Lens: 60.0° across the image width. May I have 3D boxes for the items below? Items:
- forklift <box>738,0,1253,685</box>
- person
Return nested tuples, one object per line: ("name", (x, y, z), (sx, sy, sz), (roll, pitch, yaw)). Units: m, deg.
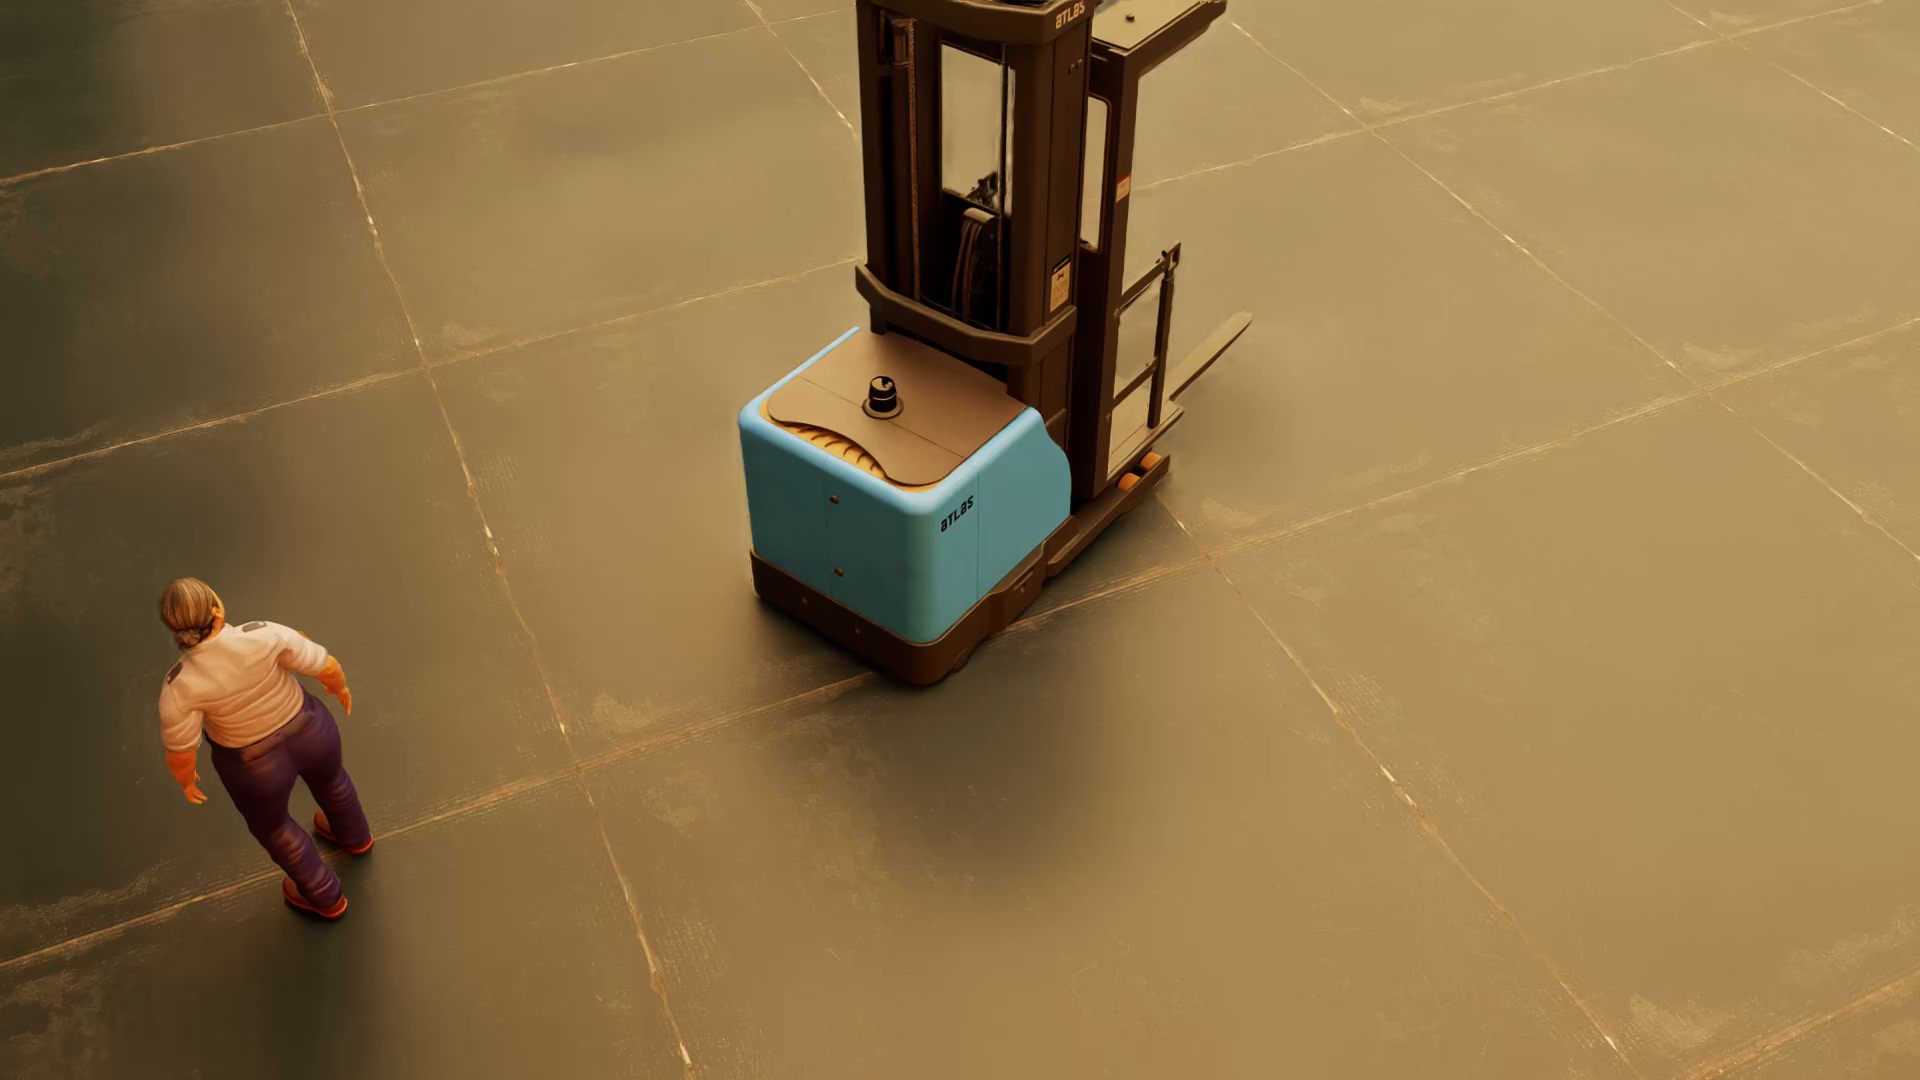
("forklift", (0.363, -1.413, 7.194), (1.130, 2.935, 3.031), (28, 50, 26))
("person", (-2.476, 0.697, 5.880), (0.491, 1.645, 0.664), (31, 51, 29))
